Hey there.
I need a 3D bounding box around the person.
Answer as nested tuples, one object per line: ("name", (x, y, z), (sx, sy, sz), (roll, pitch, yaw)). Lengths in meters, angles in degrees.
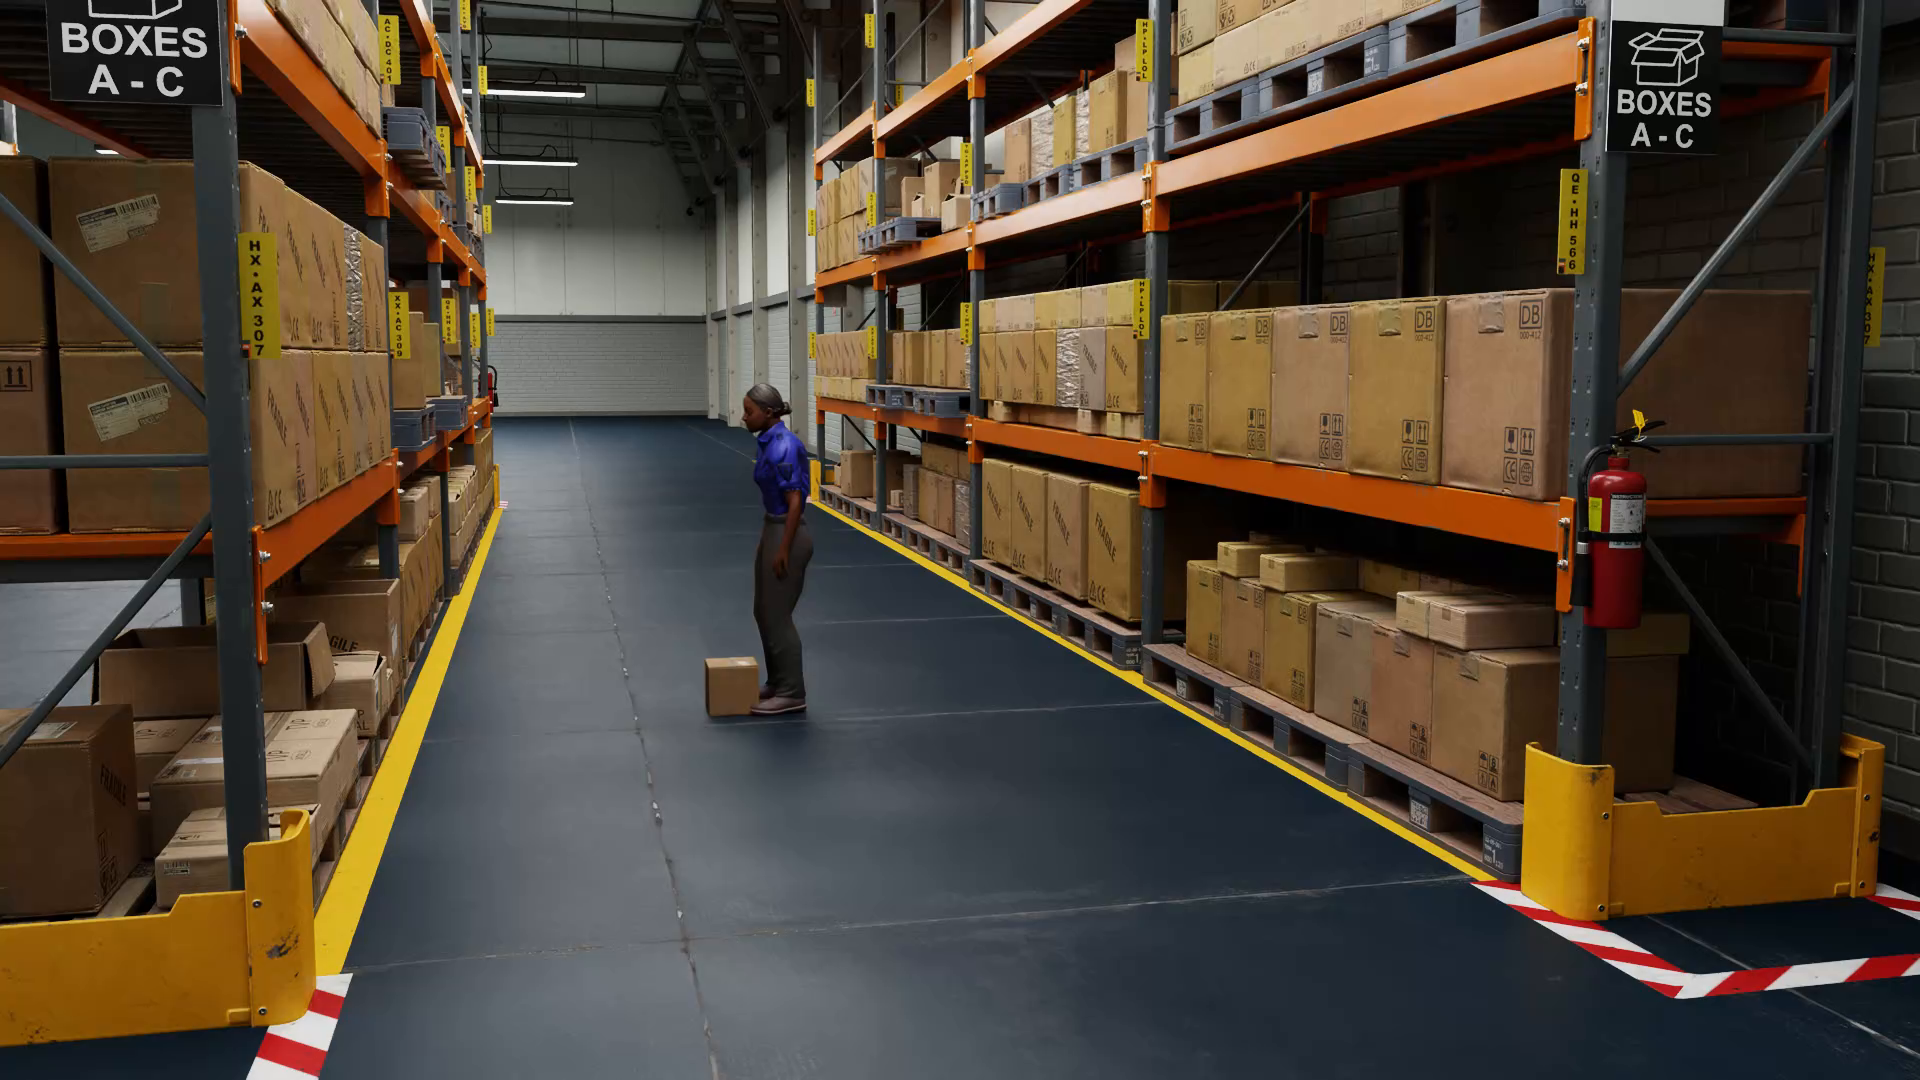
("person", (-0.927, 0.035, 8.388), (0.349, 1.655, 0.532), (-2, 7, -17))
